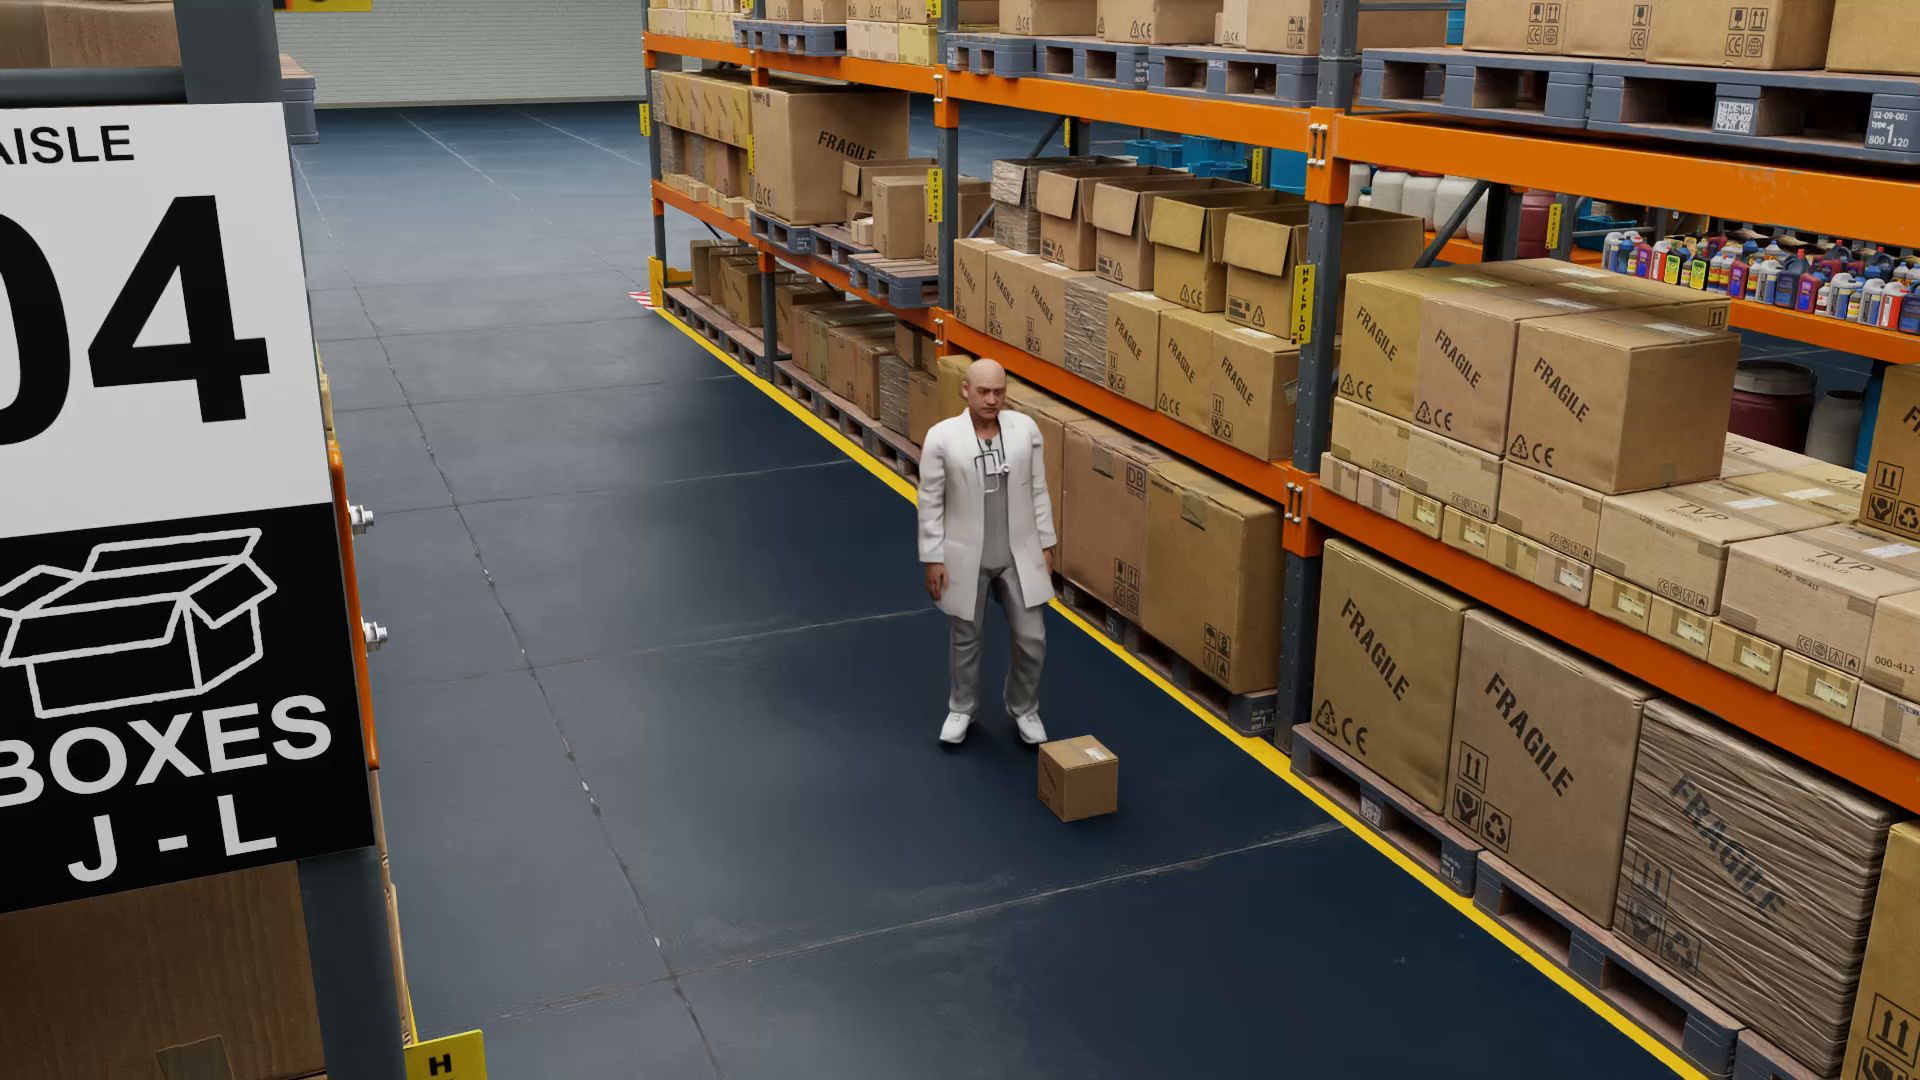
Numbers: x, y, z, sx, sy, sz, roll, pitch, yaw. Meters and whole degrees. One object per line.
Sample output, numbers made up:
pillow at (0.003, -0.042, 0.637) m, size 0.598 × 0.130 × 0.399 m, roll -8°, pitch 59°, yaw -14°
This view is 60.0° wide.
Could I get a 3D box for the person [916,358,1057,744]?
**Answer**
person at (0.123, 0.063, 7.328) m, size 0.628 × 1.770 × 0.520 m, roll -3°, pitch 19°, yaw -10°
